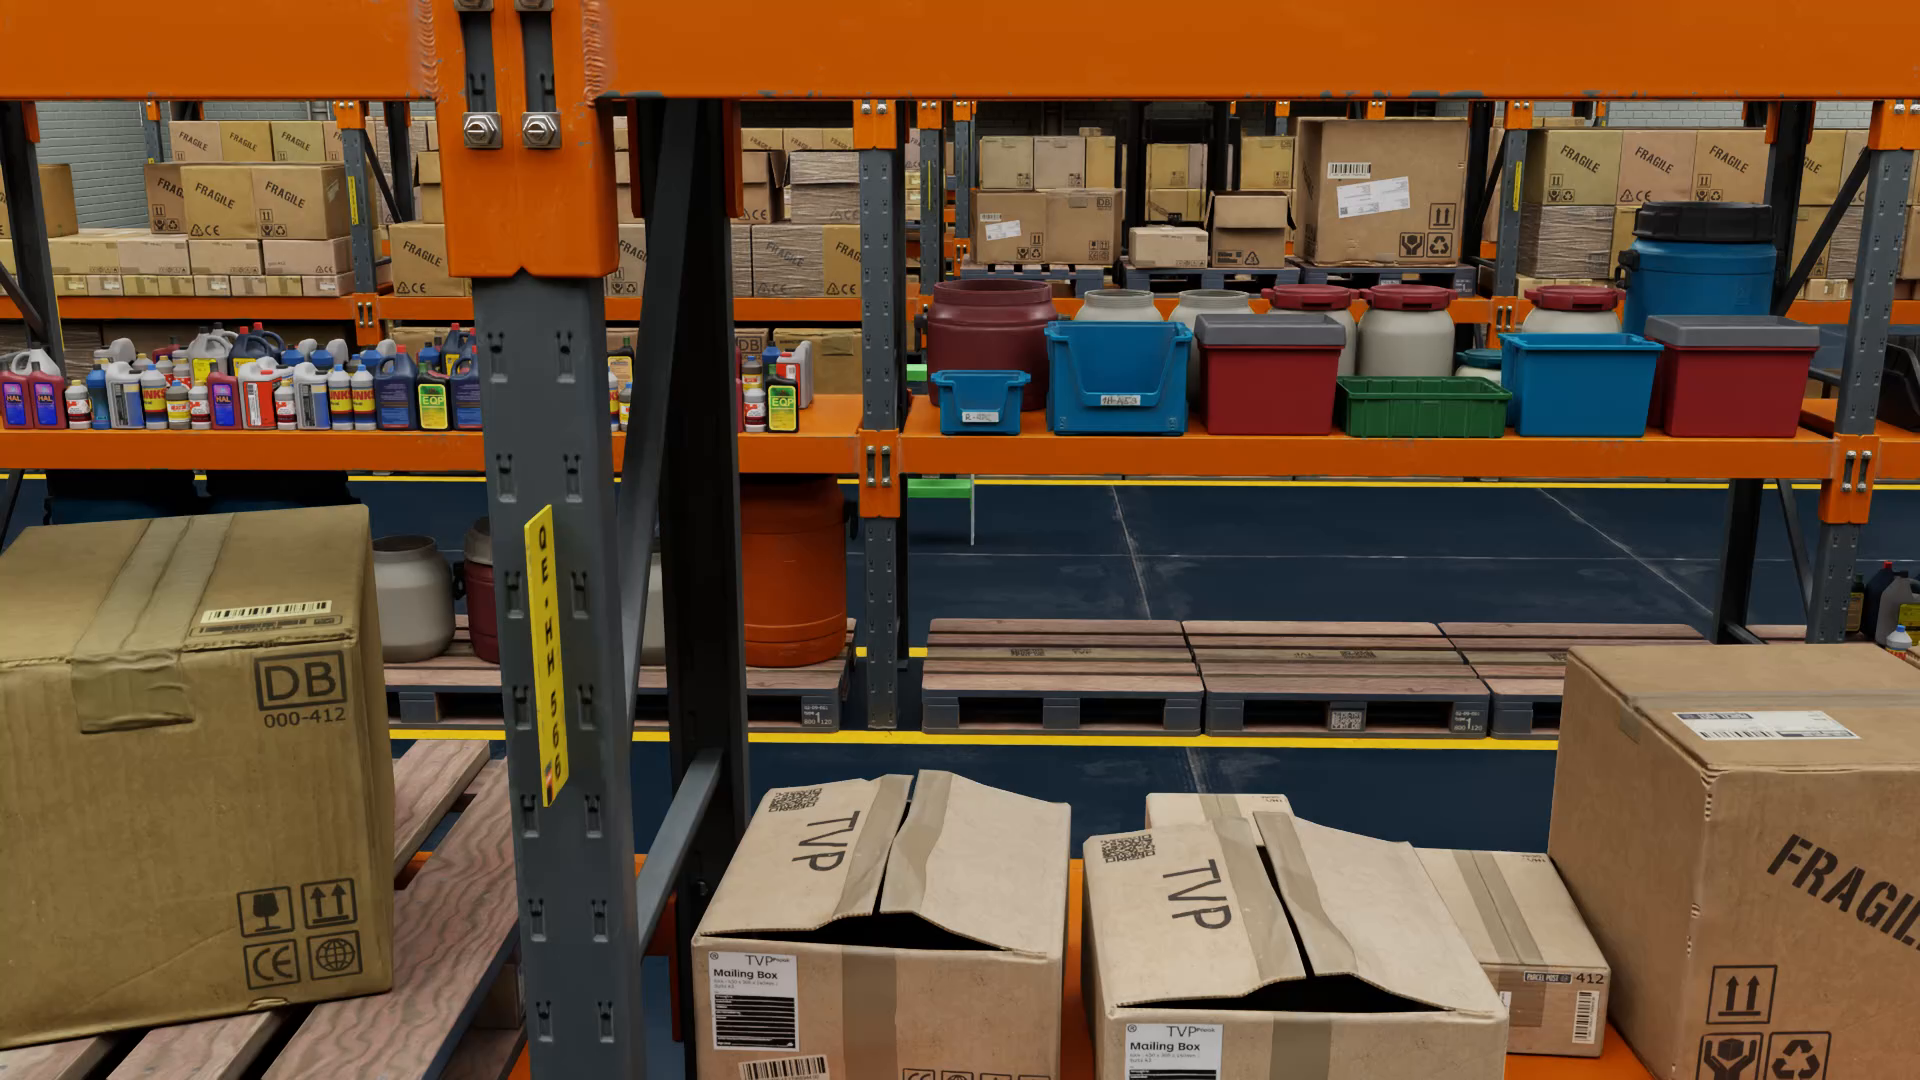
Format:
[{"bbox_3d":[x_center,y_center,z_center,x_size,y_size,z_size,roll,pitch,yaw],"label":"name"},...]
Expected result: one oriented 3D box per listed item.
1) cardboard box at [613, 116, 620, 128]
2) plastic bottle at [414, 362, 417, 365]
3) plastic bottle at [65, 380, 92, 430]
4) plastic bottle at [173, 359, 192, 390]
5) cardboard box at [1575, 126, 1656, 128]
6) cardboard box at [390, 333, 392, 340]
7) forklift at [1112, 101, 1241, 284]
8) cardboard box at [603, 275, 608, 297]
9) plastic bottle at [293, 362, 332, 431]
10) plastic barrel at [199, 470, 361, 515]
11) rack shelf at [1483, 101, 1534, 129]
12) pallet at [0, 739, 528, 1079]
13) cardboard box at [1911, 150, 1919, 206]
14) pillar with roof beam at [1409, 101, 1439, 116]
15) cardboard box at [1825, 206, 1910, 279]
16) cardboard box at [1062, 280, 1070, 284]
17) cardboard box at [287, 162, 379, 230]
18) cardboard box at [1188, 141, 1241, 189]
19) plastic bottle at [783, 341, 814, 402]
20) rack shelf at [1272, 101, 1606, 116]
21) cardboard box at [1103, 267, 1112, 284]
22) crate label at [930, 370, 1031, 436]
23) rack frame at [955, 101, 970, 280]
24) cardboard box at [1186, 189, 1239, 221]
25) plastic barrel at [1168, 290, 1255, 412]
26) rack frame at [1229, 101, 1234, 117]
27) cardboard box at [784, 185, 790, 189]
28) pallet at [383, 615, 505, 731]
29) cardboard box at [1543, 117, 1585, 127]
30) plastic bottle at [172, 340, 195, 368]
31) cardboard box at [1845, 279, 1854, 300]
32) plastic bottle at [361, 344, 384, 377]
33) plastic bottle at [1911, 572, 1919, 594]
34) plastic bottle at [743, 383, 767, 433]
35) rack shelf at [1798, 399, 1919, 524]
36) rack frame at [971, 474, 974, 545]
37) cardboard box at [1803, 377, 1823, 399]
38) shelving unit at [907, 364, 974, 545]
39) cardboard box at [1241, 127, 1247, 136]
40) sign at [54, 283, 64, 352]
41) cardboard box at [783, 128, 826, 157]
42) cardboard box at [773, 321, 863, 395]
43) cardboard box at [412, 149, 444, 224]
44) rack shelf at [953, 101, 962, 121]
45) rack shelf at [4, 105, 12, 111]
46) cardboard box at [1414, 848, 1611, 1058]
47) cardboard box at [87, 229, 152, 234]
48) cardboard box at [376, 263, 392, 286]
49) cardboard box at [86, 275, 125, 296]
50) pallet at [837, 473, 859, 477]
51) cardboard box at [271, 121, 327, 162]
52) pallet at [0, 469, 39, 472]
[{"bbox_3d":[-4.521,-5.363,21.360,0.250,0.149,0.380,1,15,3],"label":"cardboard box"},{"bbox_3d":[-2.569,-0.759,7.726,0.097,0.201,0.097,0,15,0],"label":"plastic bottle"},{"bbox_3d":[-3.718,-0.573,7.020,0.097,0.201,0.097,0,15,0],"label":"plastic bottle"},{"bbox_3d":[-3.540,-0.726,7.603,0.097,0.201,0.097,0,15,0],"label":"plastic bottle"},{"bbox_3d":[6.548,-3.851,16.647,0.550,0.550,0.875,0,15,1],"label":"cardboard box"},{"bbox_3d":[-5.664,-2.070,17.071,0.250,0.149,0.380,1,15,2],"label":"cardboard box"},{"bbox_3d":[1.932,-2.736,14.966,1.130,2.935,3.031,2,15,7],"label":"forklift"},{"bbox_3d":[-2.741,-2.015,11.902,0.500,0.500,0.500,0,15,0],"label":"cardboard box"},{"bbox_3d":[-2.713,-0.609,7.012,0.135,0.276,0.152,0,15,1],"label":"plastic bottle"},{"bbox_3d":[-3.072,0.047,7.571,0.708,0.901,0.600,0,15,1],"label":"plastic barrel"},{"bbox_3d":[5.800,-3.077,11.654,4.000,0.370,1.077,0,15,1],"label":"rack shelf"},{"bbox_3d":[-1.134,0.619,2.491,1.003,0.211,1.213,0,15,1],"label":"pallet"},{"bbox_3d":[6.743,-2.580,11.499,0.500,0.500,0.500,0,15,1],"label":"cardboard box"},{"bbox_3d":[7.392,-7.792,22.235,0.400,9.000,9.100,0,15,1],"label":"pillar with roof beam"},{"bbox_3d":[6.248,-2.152,11.836,0.500,0.500,0.875,0,15,1],"label":"cardboard box"},{"bbox_3d":[1.357,-3.465,21.920,0.625,0.372,0.950,0,15,0],"label":"cardboard box"},{"bbox_3d":[-4.669,-2.542,12.337,0.500,0.500,0.500,0,15,1],"label":"cardboard box"},{"bbox_3d":[2.512,-3.792,16.676,0.500,0.500,0.700,0,15,2],"label":"cardboard box"},{"bbox_3d":[-0.749,-0.776,7.645,0.135,0.276,0.152,0,15,1],"label":"plastic bottle"},{"bbox_3d":[6.053,-5.605,21.233,4.000,0.370,1.077,0,15,1],"label":"rack shelf"},{"bbox_3d":[1.510,-2.362,16.998,0.750,0.750,1.050,1,15,2],"label":"cardboard box"},{"bbox_3d":[0.087,-0.572,6.955,0.416,0.233,0.303,0,15,1],"label":"crate label"},{"bbox_3d":[0.030,-3.278,16.885,0.127,3.000,1.000,0,15,1],"label":"rack frame"},{"bbox_3d":[2.489,-3.242,16.553,0.500,0.500,0.500,1,15,2],"label":"cardboard box"},{"bbox_3d":[1.130,-0.850,7.462,0.421,0.512,0.421,0,15,0],"label":"plastic barrel"},{"bbox_3d":[4.177,-5.781,26.372,0.127,3.000,1.000,0,15,1],"label":"rack frame"},{"bbox_3d":[-1.765,-3.543,16.391,0.250,0.149,0.380,1,15,4],"label":"cardboard box"},{"bbox_3d":[-2.330,0.594,7.674,1.213,0.211,1.003,0,15,1],"label":"pallet"},{"bbox_3d":[7.536,-5.112,21.098,0.500,0.500,0.700,0,15,0],"label":"cardboard box"},{"bbox_3d":[-3.556,-0.794,7.714,0.135,0.276,0.152,0,15,1],"label":"plastic bottle"},{"bbox_3d":[6.259,-1.794,11.750,0.250,0.149,0.380,0,15,1],"label":"cardboard box"},{"bbox_3d":[-2.670,-0.755,7.572,0.097,0.271,0.097,0,15,0],"label":"plastic bottle"},{"bbox_3d":[4.517,0.275,7.747,0.185,0.351,0.144,0,15,-1],"label":"plastic bottle"},{"bbox_3d":[-0.855,-0.554,6.949,0.097,0.201,0.097,0,15,0],"label":"plastic bottle"},{"bbox_3d":[5.673,-0.364,7.250,4.000,0.370,1.077,0,15,1],"label":"rack shelf"},{"bbox_3d":[0.078,-0.580,10.185,0.015,1.200,0.240,0,15,1],"label":"rack frame"},{"bbox_3d":[5.952,-0.969,12.208,0.500,0.500,0.500,2,15,7],"label":"cardboard box"},{"bbox_3d":[-0.165,-0.581,10.191,0.503,1.200,0.258,0,15,1],"label":"shelving unit"},{"bbox_3d":[3.592,-5.317,21.740,0.250,0.149,0.380,0,15,1],"label":"cardboard box"},{"bbox_3d":[-4.307,-1.051,7.901,0.005,0.325,0.100,0,15,1],"label":"sign"},{"bbox_3d":[-1.984,-5.021,21.335,0.500,0.500,0.500,0,15,1],"label":"cardboard box"},{"bbox_3d":[-0.887,-1.199,12.348,0.875,0.875,1.225,0,15,-1],"label":"cardboard box"},{"bbox_3d":[-3.558,-2.571,12.044,0.637,0.503,0.797,0,15,0],"label":"cardboard box"},{"bbox_3d":[-1.970,-4.394,16.644,4.000,0.370,1.077,0,15,1],"label":"rack shelf"},{"bbox_3d":[-6.323,-1.892,7.163,4.000,0.370,1.077,0,15,1],"label":"rack shelf"},{"bbox_3d":[0.821,0.628,2.573,0.250,0.149,0.380,1,15,6],"label":"cardboard box"},{"bbox_3d":[-6.168,-2.193,12.482,0.500,0.250,0.500,0,15,2],"label":"cardboard box"},{"bbox_3d":[-4.484,-2.005,12.553,0.250,0.149,0.380,0,15,2],"label":"cardboard box"},{"bbox_3d":[-6.049,-1.847,11.954,0.250,0.149,0.380,1,15,2],"label":"cardboard box"},{"bbox_3d":[-0.984,-0.690,12.541,1.213,0.211,1.003,0,15,1],"label":"pallet"},{"bbox_3d":[-6.502,-3.925,16.596,0.500,0.500,0.500,0,15,0],"label":"cardboard box"},{"bbox_3d":[-7.394,-0.732,12.703,1.213,0.211,1.003,0,15,1],"label":"pallet"}]
